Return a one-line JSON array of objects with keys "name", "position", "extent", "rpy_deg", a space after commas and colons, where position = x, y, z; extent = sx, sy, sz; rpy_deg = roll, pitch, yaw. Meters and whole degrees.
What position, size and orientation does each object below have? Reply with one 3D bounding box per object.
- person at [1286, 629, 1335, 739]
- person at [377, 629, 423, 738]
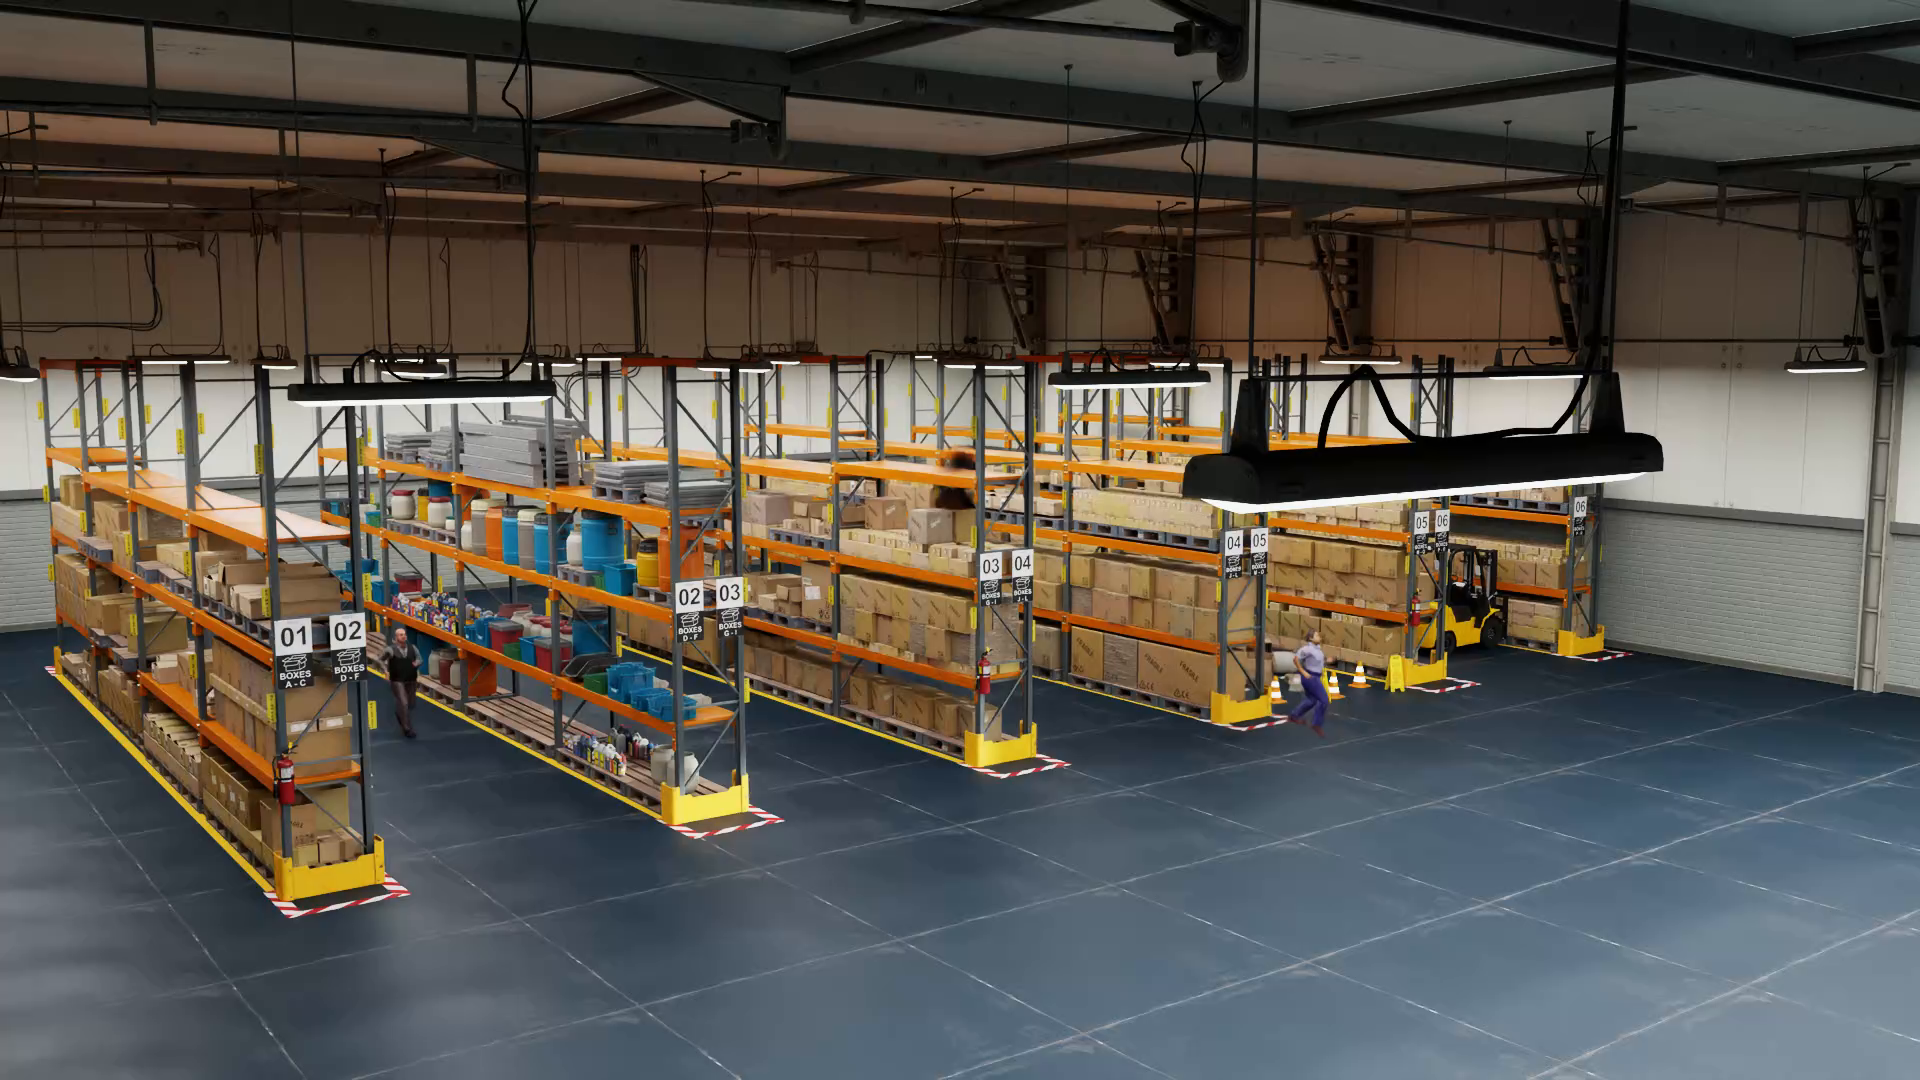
[{"name": "person", "position": [5.543, 2.254, 26.282], "extent": [0.733, 1.713, 0.572], "rpy_deg": [2, 7, 16]}, {"name": "person", "position": [-8.938, 2.266, 26.684], "extent": [0.663, 1.699, 0.958], "rpy_deg": [-6, 9, -41]}]
